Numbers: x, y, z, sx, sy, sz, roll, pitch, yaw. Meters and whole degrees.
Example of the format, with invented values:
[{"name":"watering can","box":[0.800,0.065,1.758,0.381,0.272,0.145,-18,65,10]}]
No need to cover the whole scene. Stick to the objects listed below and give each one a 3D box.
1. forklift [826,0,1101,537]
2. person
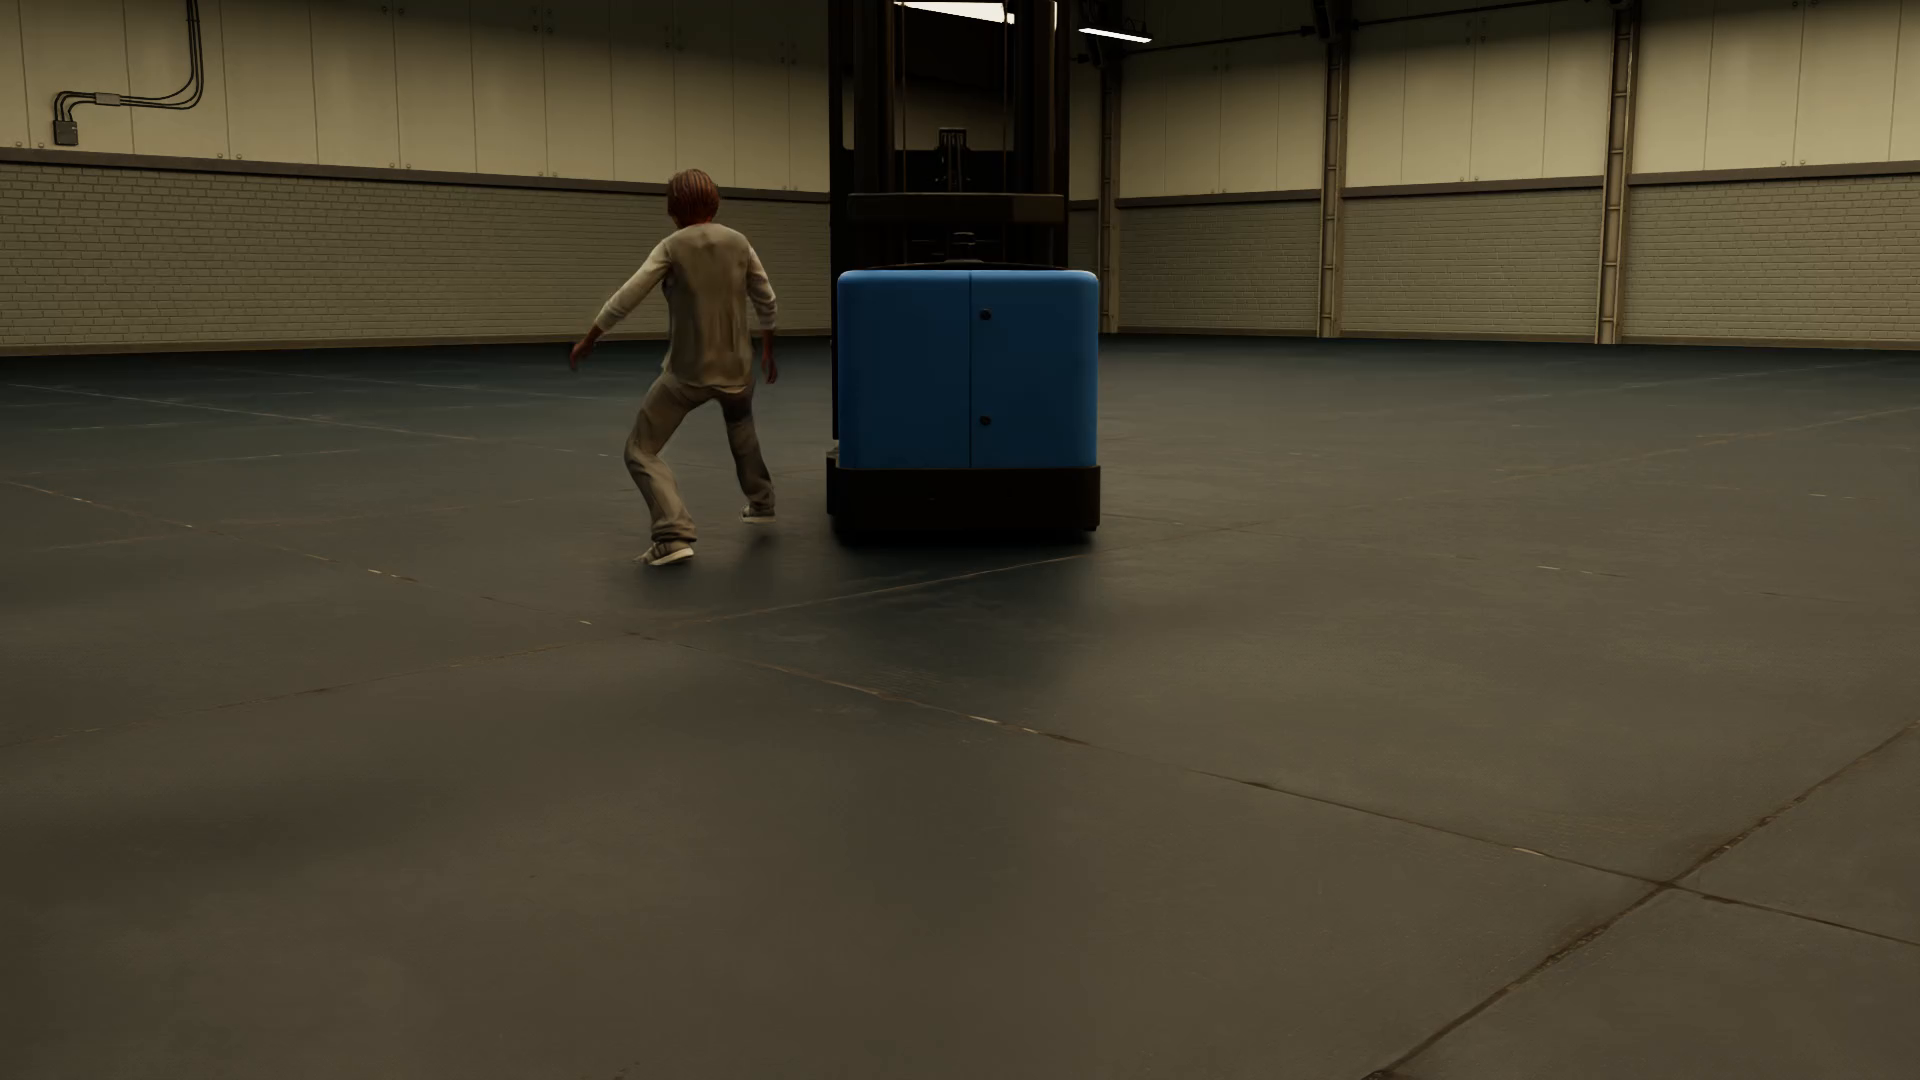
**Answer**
[{"name":"forklift","box":[-0.068,-1.645,7.798,1.130,2.935,3.031,-1,9,-4]},{"name":"person","box":[-1.026,-0.656,6.353,0.821,1.480,0.652,-5,10,-31]}]
